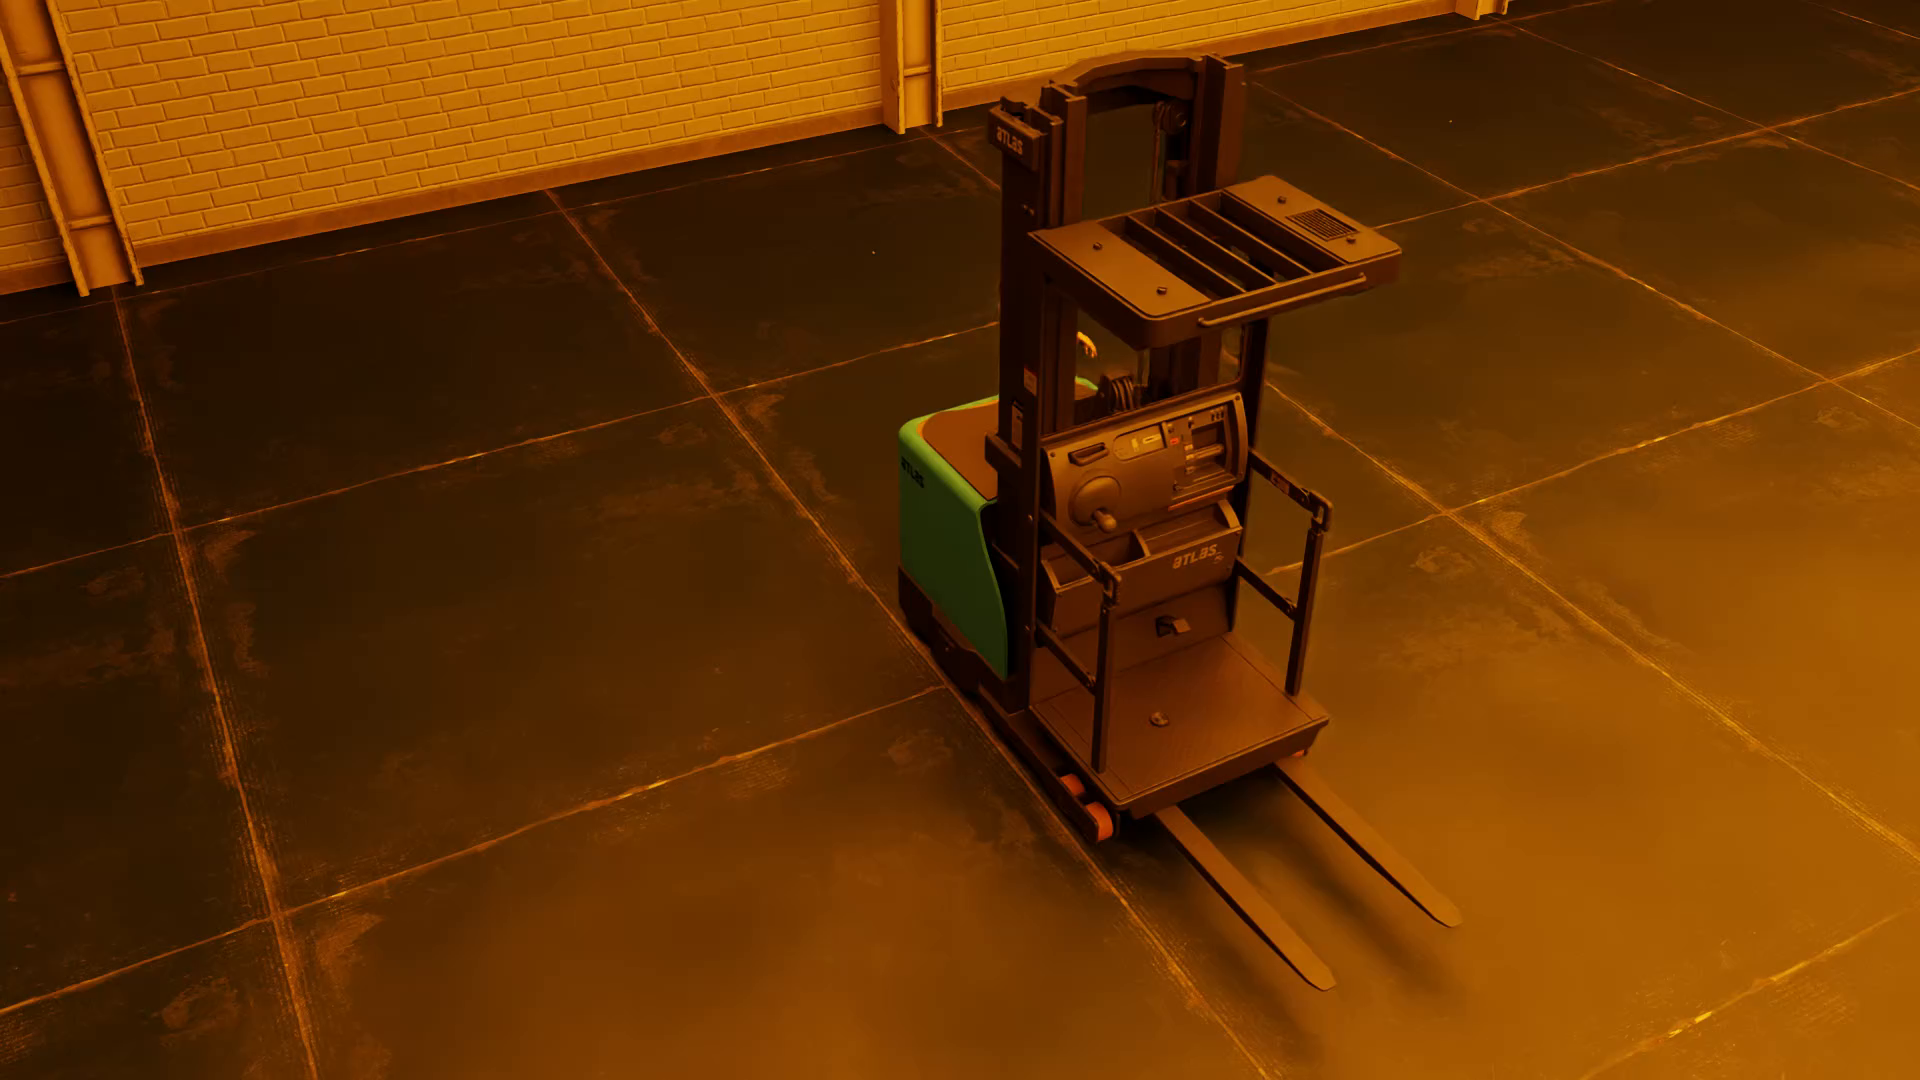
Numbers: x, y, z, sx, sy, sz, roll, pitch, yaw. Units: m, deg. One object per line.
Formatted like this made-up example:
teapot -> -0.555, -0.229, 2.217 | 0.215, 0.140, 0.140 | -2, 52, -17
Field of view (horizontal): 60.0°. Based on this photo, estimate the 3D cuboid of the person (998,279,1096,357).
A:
person -> 0.457, -0.785, 8.399 | 0.869, 1.603, 0.597 | -24, 42, -30

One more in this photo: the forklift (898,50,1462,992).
forklift -> 0.860, -0.248, 6.473 | 1.130, 2.935, 3.031 | -18, 39, -23
